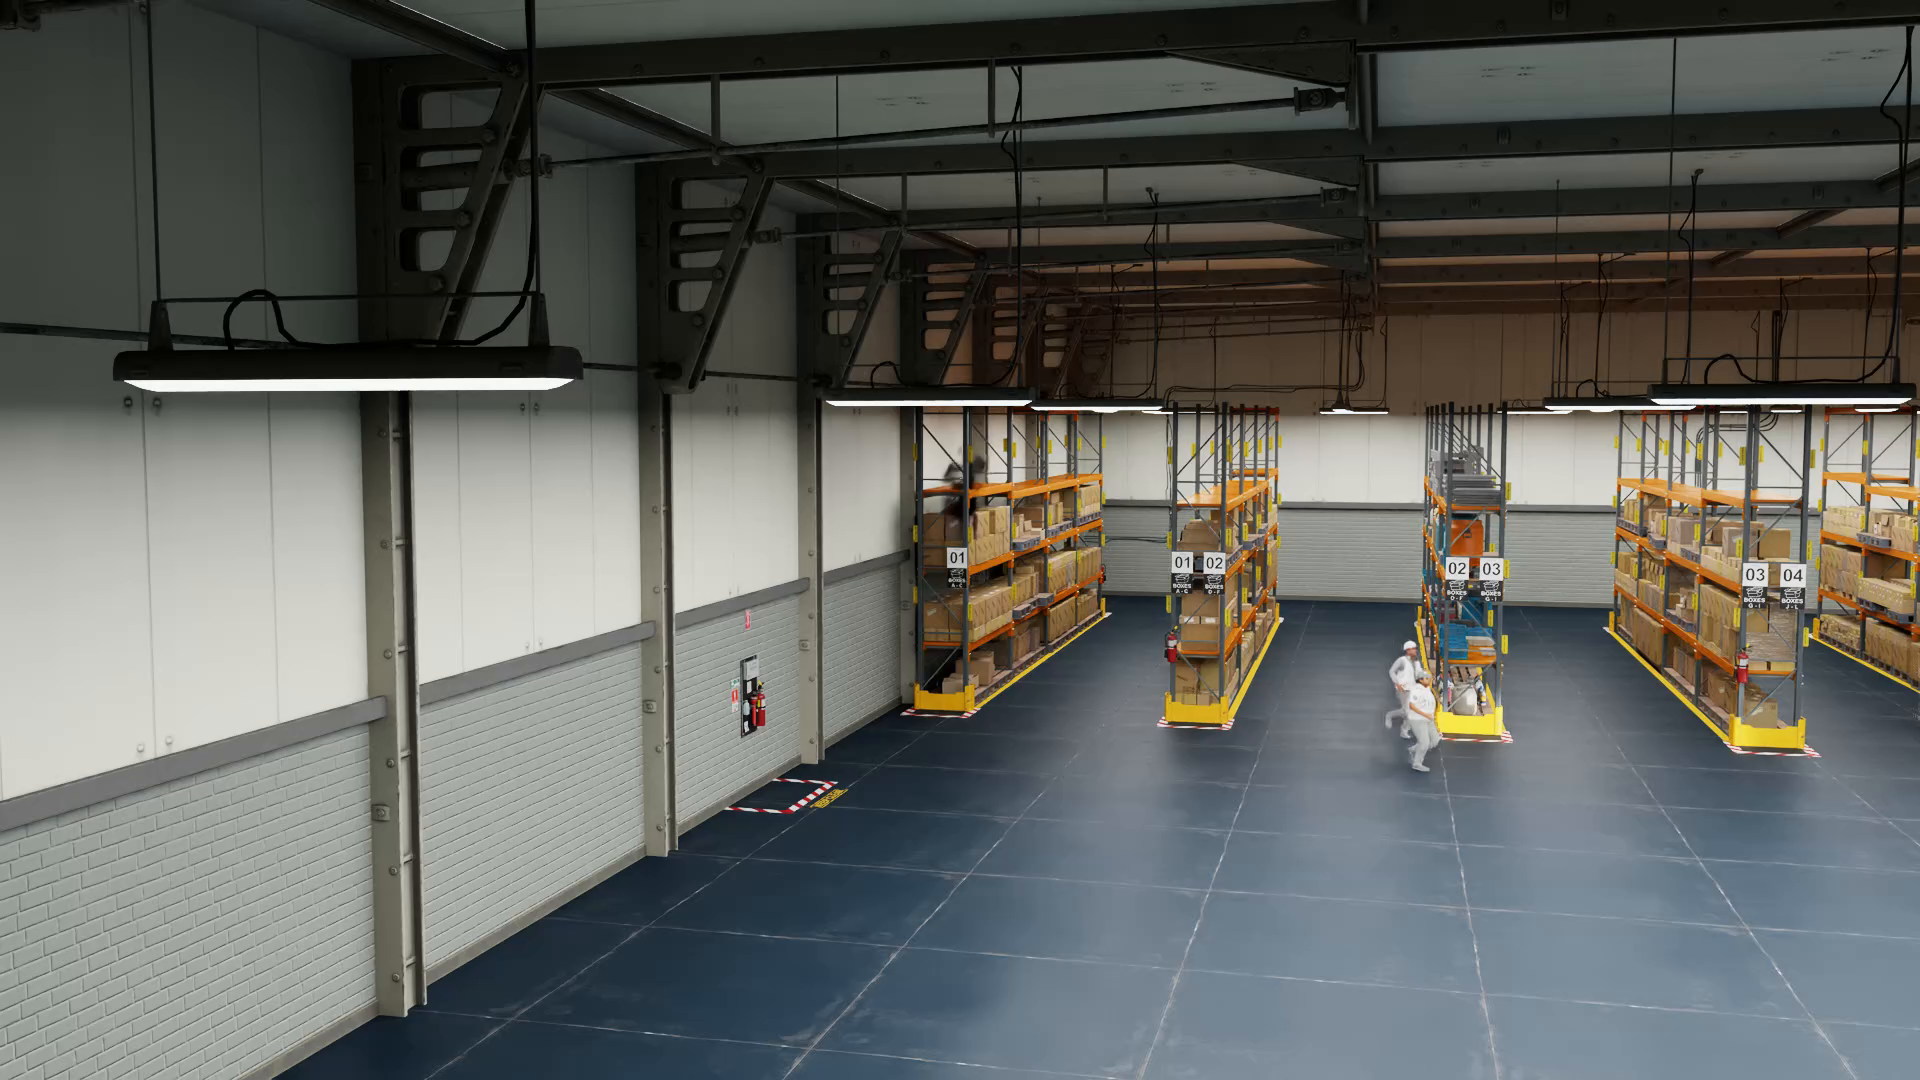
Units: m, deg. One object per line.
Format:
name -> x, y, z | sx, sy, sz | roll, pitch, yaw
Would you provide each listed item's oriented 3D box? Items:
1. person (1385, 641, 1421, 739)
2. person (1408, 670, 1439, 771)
person -> 8.046, 2.669, 29.835 | 0.698, 1.703, 0.640 | -2, 5, -26
person -> 7.473, 2.920, 26.935 | 0.549, 1.630, 0.622 | 4, 6, 42
